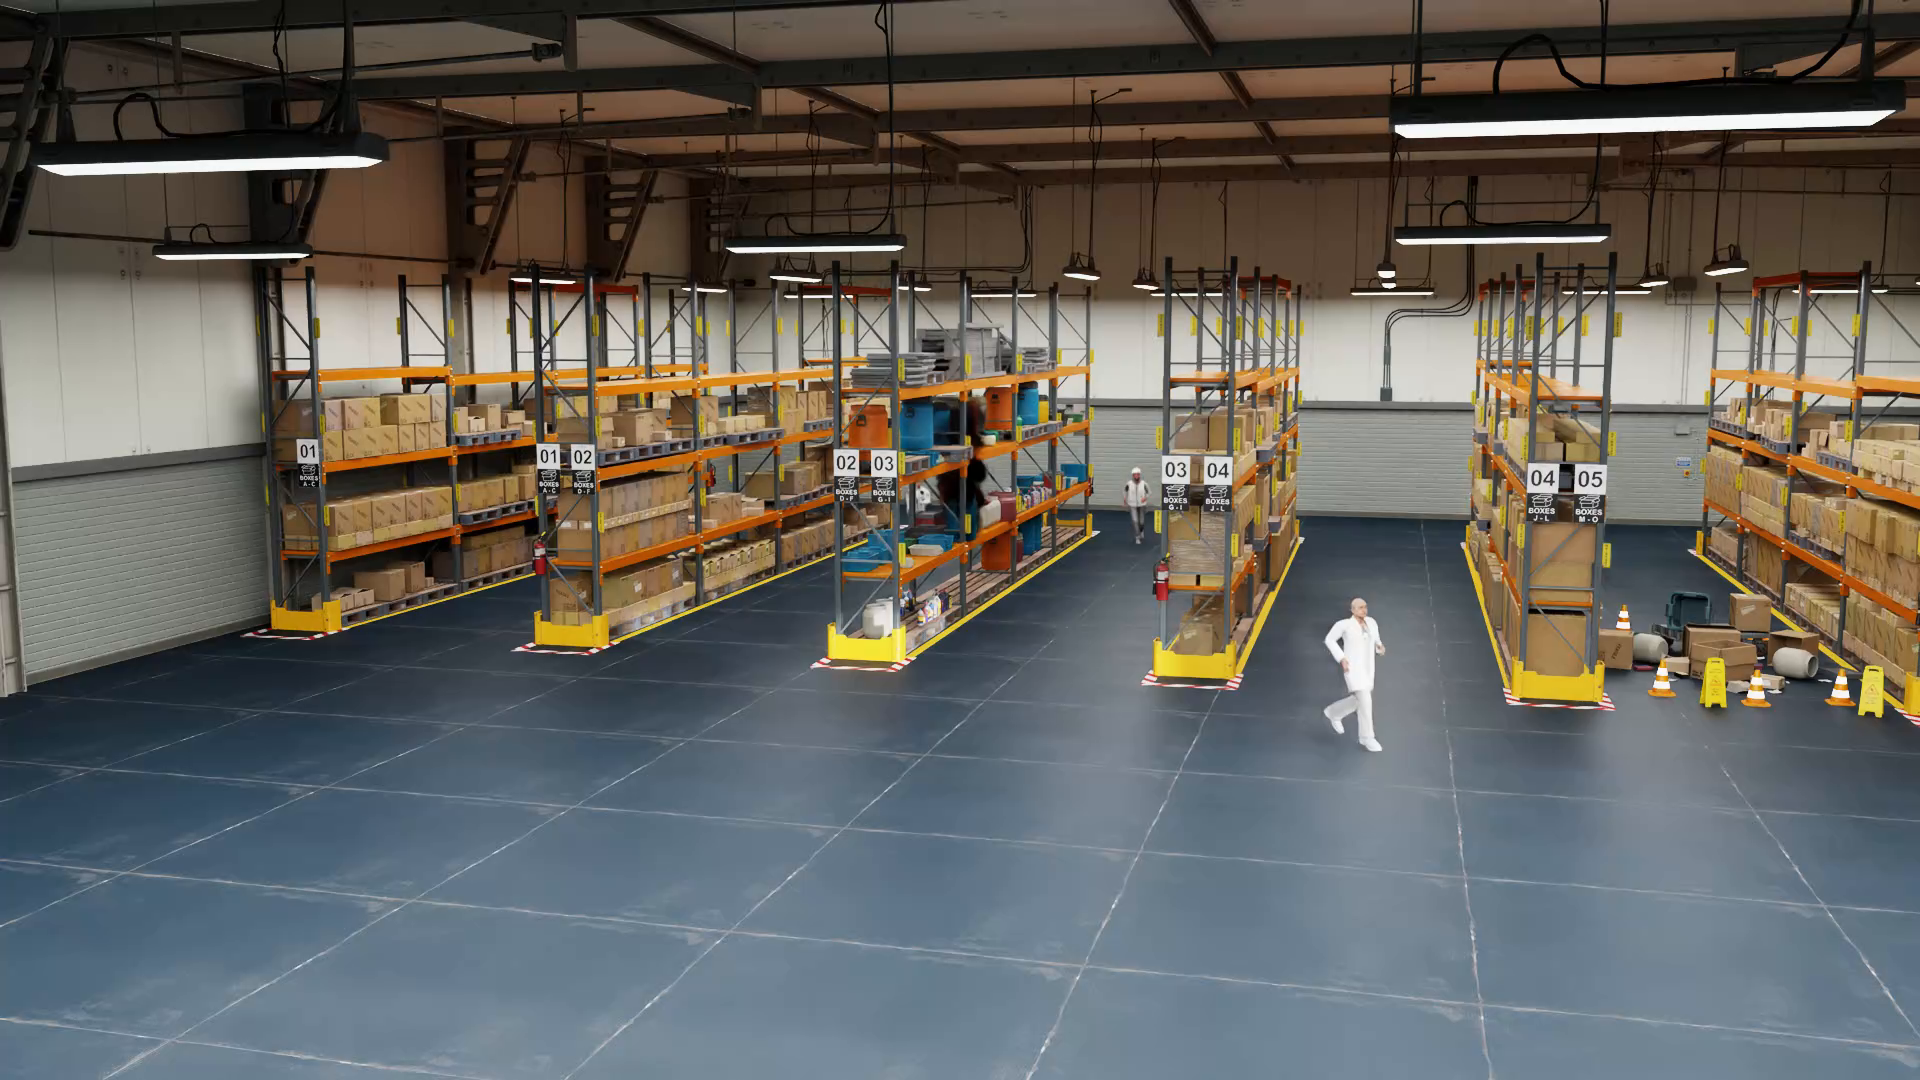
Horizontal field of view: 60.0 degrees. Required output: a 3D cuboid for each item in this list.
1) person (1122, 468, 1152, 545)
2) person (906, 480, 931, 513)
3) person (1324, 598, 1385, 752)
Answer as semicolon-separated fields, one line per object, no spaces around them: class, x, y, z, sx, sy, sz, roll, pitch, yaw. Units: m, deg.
person;4.140;-0.805;39.009;0.699;1.779;0.820;0;7;4
person;-0.948;-0.609;37.725;0.575;1.734;0.811;0;7;1
person;4.794;1.582;20.100;0.693;1.792;0.972;-4;8;-31
